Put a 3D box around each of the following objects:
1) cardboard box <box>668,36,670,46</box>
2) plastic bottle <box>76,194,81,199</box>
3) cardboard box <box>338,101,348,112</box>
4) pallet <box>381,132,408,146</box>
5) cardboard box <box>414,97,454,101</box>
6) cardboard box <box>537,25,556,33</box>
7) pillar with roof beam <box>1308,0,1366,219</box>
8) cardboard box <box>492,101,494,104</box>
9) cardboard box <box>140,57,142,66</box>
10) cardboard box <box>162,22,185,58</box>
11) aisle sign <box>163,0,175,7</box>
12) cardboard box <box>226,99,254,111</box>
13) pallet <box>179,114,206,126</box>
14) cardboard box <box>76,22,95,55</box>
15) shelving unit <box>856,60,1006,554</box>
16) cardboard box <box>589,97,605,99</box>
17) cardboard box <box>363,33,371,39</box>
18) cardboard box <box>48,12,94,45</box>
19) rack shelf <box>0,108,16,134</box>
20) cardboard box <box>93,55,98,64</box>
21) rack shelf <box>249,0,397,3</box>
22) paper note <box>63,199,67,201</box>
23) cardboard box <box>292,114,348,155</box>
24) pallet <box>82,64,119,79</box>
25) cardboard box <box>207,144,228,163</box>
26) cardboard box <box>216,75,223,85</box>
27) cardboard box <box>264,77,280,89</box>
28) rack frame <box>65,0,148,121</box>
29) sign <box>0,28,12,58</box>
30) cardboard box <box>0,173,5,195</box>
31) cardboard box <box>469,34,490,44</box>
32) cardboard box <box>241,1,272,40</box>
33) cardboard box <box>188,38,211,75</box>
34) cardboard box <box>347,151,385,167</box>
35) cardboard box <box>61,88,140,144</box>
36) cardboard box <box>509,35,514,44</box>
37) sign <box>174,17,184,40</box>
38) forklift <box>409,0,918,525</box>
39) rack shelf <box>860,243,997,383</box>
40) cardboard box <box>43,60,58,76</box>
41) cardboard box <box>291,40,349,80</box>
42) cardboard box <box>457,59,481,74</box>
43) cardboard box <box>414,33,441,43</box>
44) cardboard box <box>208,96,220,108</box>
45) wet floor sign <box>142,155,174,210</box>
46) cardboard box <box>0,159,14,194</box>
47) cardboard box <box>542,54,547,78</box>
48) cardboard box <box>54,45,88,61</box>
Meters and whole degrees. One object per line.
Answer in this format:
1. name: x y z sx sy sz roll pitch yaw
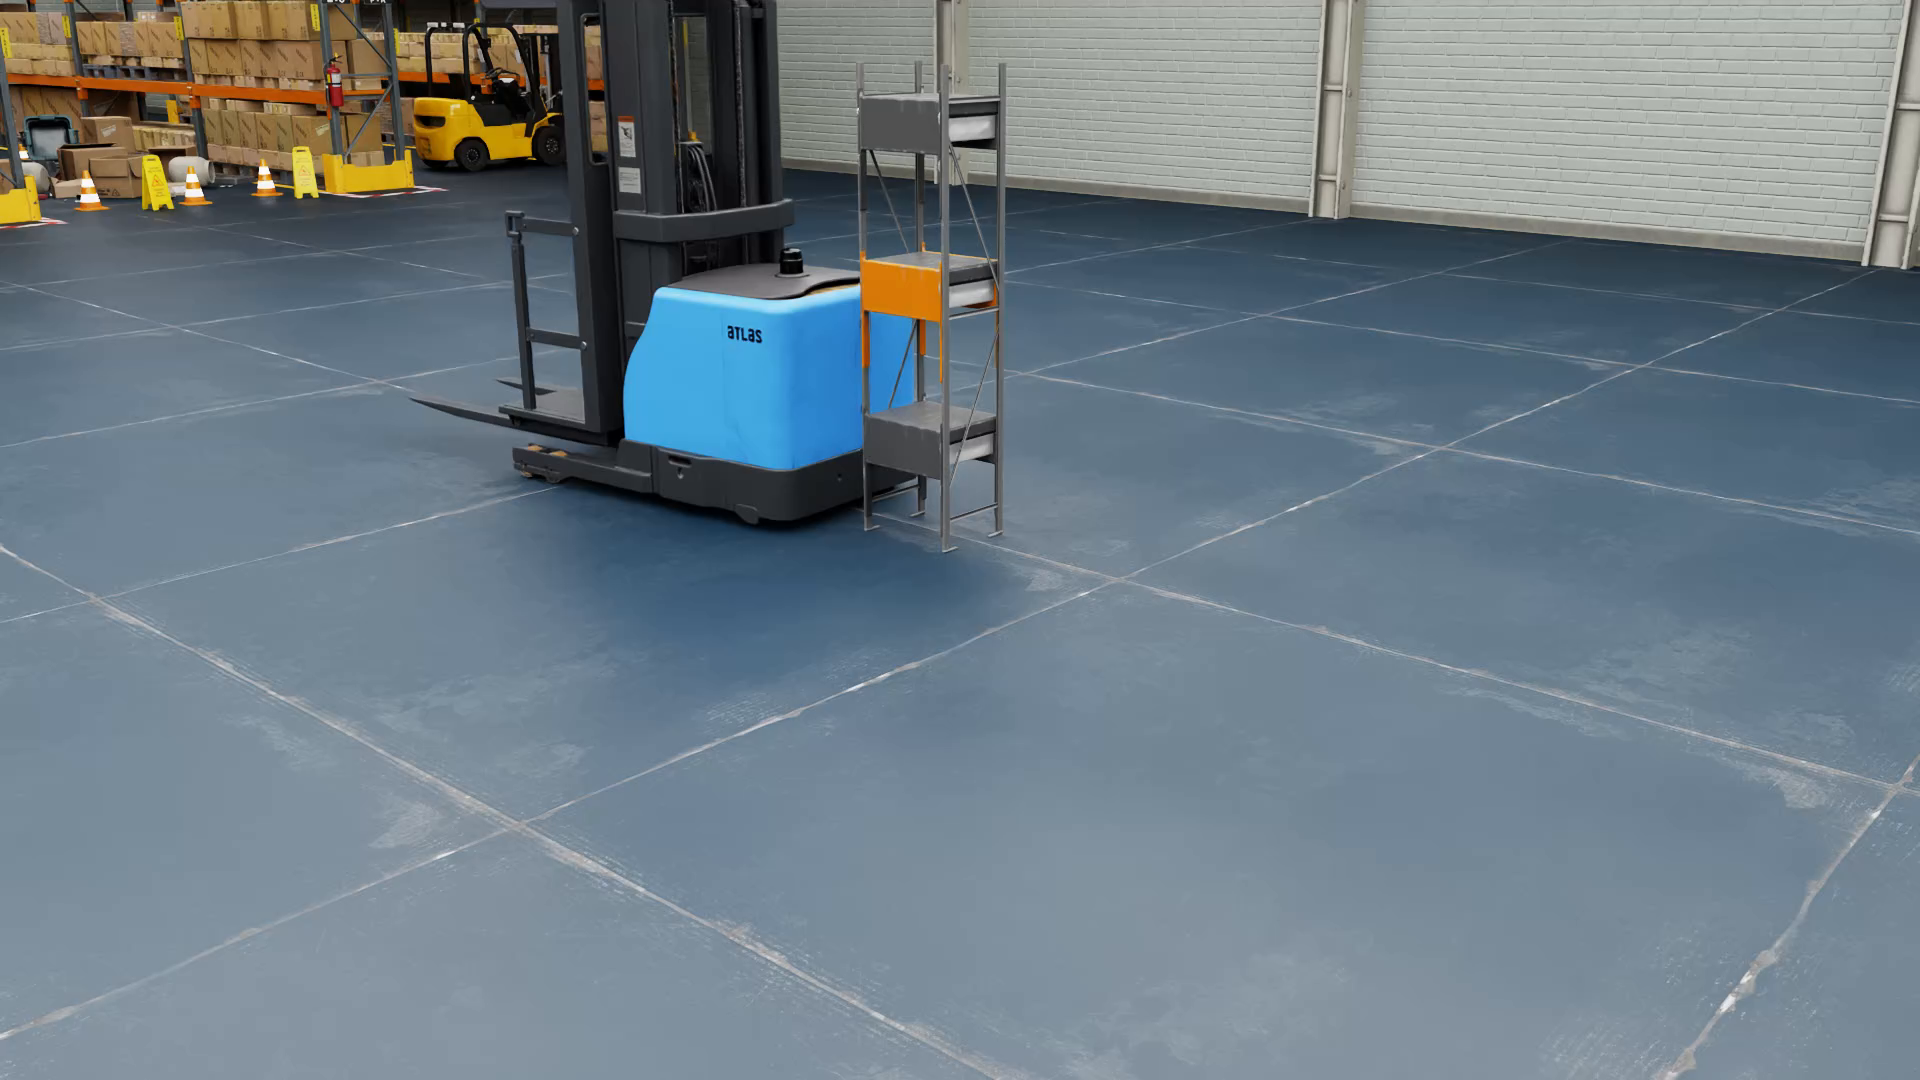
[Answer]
1. cardboard box: -4.767 -7.803 26.002 0.250 0.149 0.380 14 23 38
2. plastic bottle: -11.324 -4.444 21.514 0.283 0.061 0.133 7 19 21
3. cardboard box: -11.496 -8.073 31.530 0.500 0.500 0.500 15 23 38
4. pallet: -10.080 -7.422 30.650 1.213 0.211 1.003 15 23 39
5. cardboard box: -9.214 -7.601 29.834 0.625 0.625 0.875 14 22 37
6. cardboard box: -6.620 -8.249 26.916 0.250 0.149 0.380 15 23 39
7. pillar with roof beam: 1.509 -7.139 15.230 0.400 9.000 9.100 15 23 39
8. cardboard box: -7.524 -7.320 27.917 0.500 0.250 0.500 15 23 38
9. cardboard box: -12.420 -7.404 25.704 0.250 0.149 0.380 14 22 37
10. cardboard box: -11.467 -7.429 24.710 0.500 0.500 0.500 15 23 38
11. aisle sign: -16.899 -11.718 35.279 0.004 0.787 0.394 15 23 39
12. cardboard box: -10.268 -6.234 23.834 0.250 0.149 0.380 16 24 41
13. pallet: -15.999 -9.027 35.708 1.213 0.211 1.003 15 23 39
14. cardboard box: -13.778 -8.049 26.662 0.500 0.500 0.500 14 22 38
15. shelving unit: -0.124 -1.034 7.399 0.503 2.100 0.431 15 23 39
16. cardboard box: -6.041 -7.131 27.322 0.500 0.250 0.500 14 23 38
17. cardboard box: -10.626 -9.152 30.252 0.250 0.149 0.380 16 24 41
18. cardboard box: -14.522 -8.371 27.210 0.500 0.500 0.500 14 23 38
19. rack shelf: -12.684 -5.114 19.956 4.000 0.370 1.077 15 23 39
20. cardboard box: -13.653 -7.710 26.669 0.250 0.149 0.380 13 22 36
21. rack shelf: -12.165 -10.414 31.697 4.000 0.370 1.077 15 23 39
22. paper note: -11.490 -4.366 21.354 0.032 0.001 0.123 -6 18 -18
23. cardboard box: -8.750 -5.544 22.734 0.500 0.500 0.500 15 23 40
24. pallet: -13.358 -7.591 26.890 1.003 0.211 1.213 15 23 39
25. cardboard box: -10.707 -5.709 24.492 0.500 0.250 0.500 14 22 37
26. cardboard box: -10.505 -6.658 24.046 0.250 0.149 0.380 15 23 39
27. cardboard box: -9.403 -6.343 23.056 0.250 0.149 0.380 15 23 39
28. rack frame: -13.961 -7.802 27.236 0.127 3.000 1.000 15 23 39
29. sign: -10.815 -5.630 18.831 0.005 0.325 0.100 15 23 39
30. cardboard box: -11.739 -4.364 19.221 0.875 0.875 0.875 15 23 40
31. cardboard box: -8.080 -8.497 28.191 0.250 0.149 0.380 16 24 41
32. cardboard box: -9.328 -7.097 22.705 0.500 0.500 0.700 15 23 39
33. cardboard box: -10.825 -7.037 24.168 0.500 0.500 0.500 15 23 39
34. cardboard box: -8.398 -5.309 23.234 0.500 0.250 0.500 15 23 39
35. cardboard box: -14.423 -7.147 27.990 0.875 0.875 0.875 15 23 39
36. cardboard box: -7.206 -8.258 27.436 0.250 0.149 0.380 15 23 39
37. sign: -11.335 -7.424 24.132 0.005 0.325 0.100 15 23 39
38. forklift: -1.702 -1.801 8.442 3.031 2.935 1.130 12 21 34
39. rack shelf: -0.124 -1.021 7.403 0.480 0.518 0.431 15 23 39
40. cardboard box: -14.904 -7.872 27.705 0.500 0.250 0.500 16 23 40
41. cardboard box: -8.567 -6.431 22.261 0.500 0.500 0.500 15 23 38
42. cardboard box: -8.228 -8.093 28.401 0.500 0.250 0.500 16 23 40
43. cardboard box: -9.306 -8.783 29.090 0.250 0.149 0.380 14 23 38
44. cardboard box: -15.316 -9.087 34.724 0.500 0.500 0.500 16 23 40
45. wet floor sign: -9.852 -4.375 20.331 0.232 0.644 0.267 11 20 30
46. cardboard box: -12.337 -4.589 21.239 0.500 0.500 0.500 -13 22 -36
47. cardboard box: -6.377 -7.714 26.793 0.500 0.500 0.500 15 23 40
48. cardboard box: -14.492 -8.008 27.308 0.500 0.250 0.500 15 23 39
